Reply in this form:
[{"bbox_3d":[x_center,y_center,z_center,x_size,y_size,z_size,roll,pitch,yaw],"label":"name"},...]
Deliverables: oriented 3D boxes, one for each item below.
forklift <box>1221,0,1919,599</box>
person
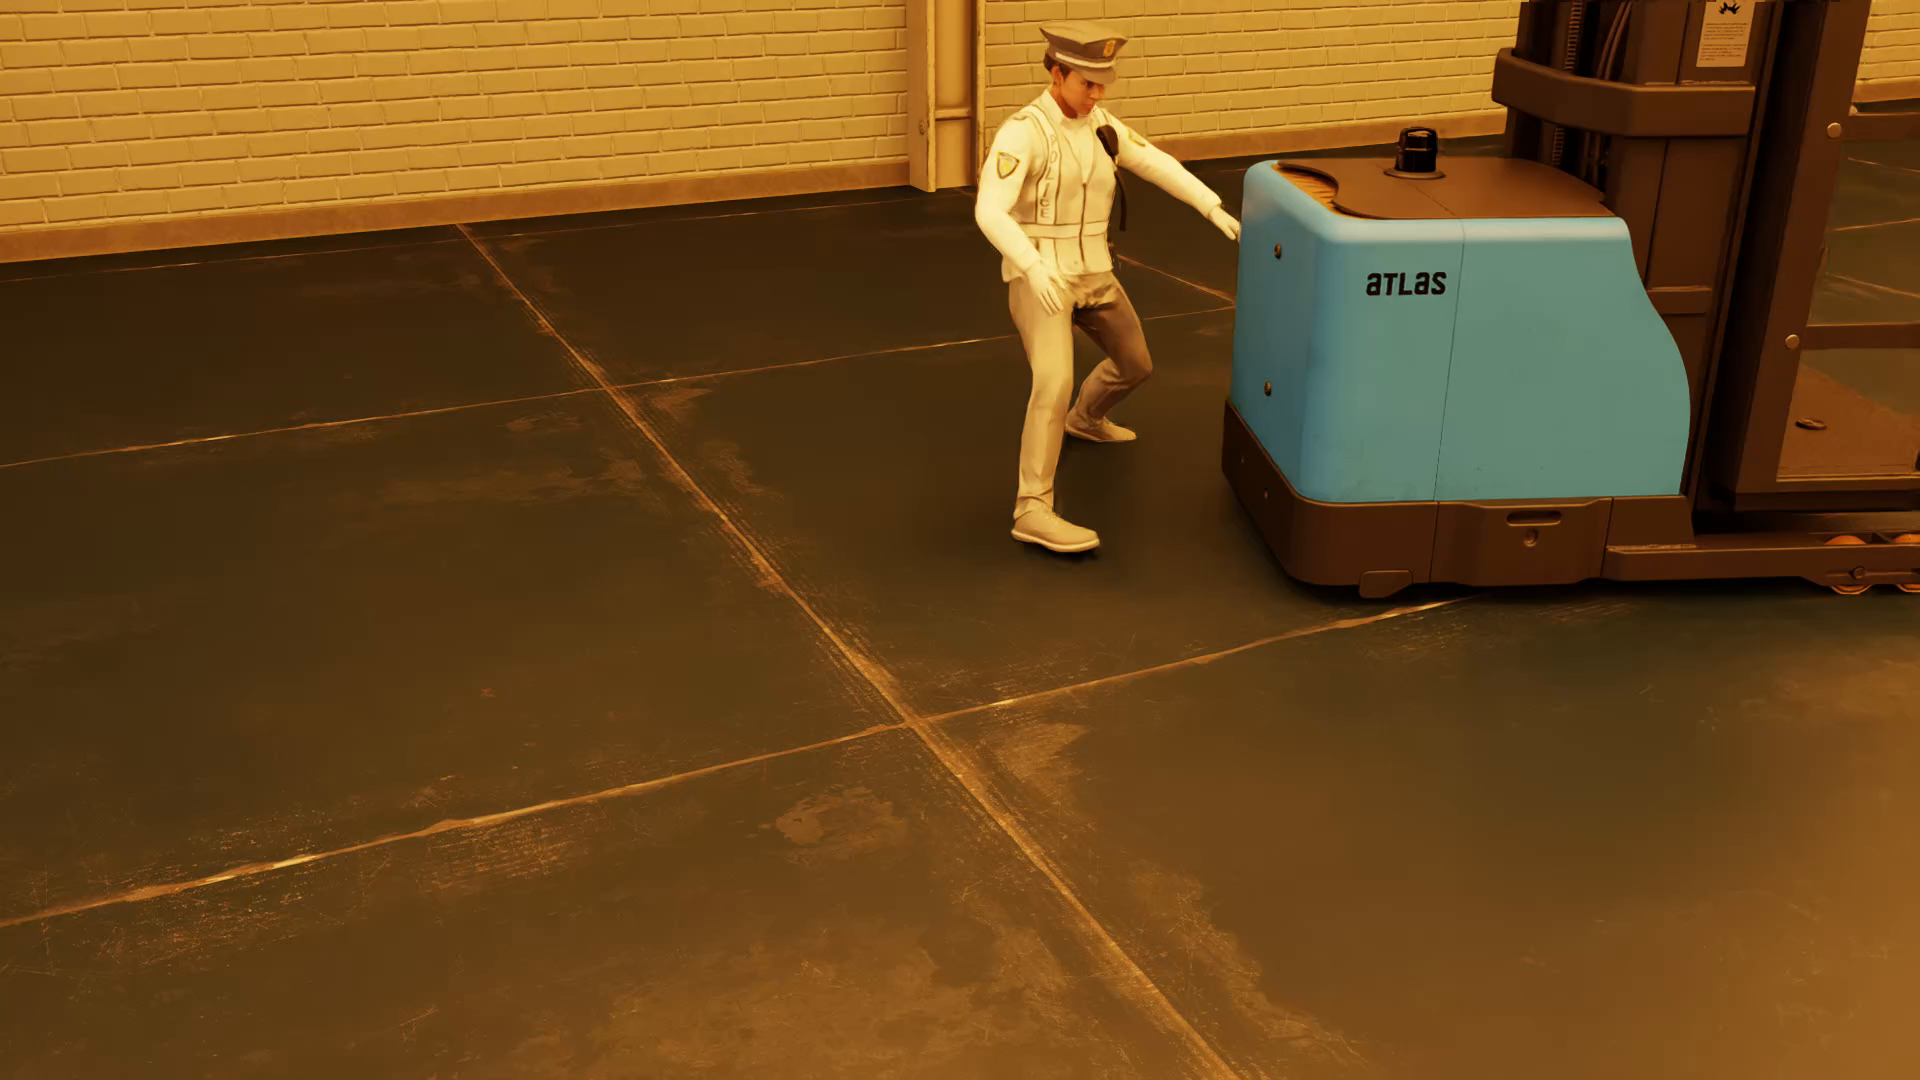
[{"bbox_3d":[2.402,-1.398,4.652,3.031,2.935,1.130,-2,23,-4],"label":"forklift"},{"bbox_3d":[0.424,-0.835,5.233,1.001,1.518,0.928,-16,28,-34],"label":"person"}]
